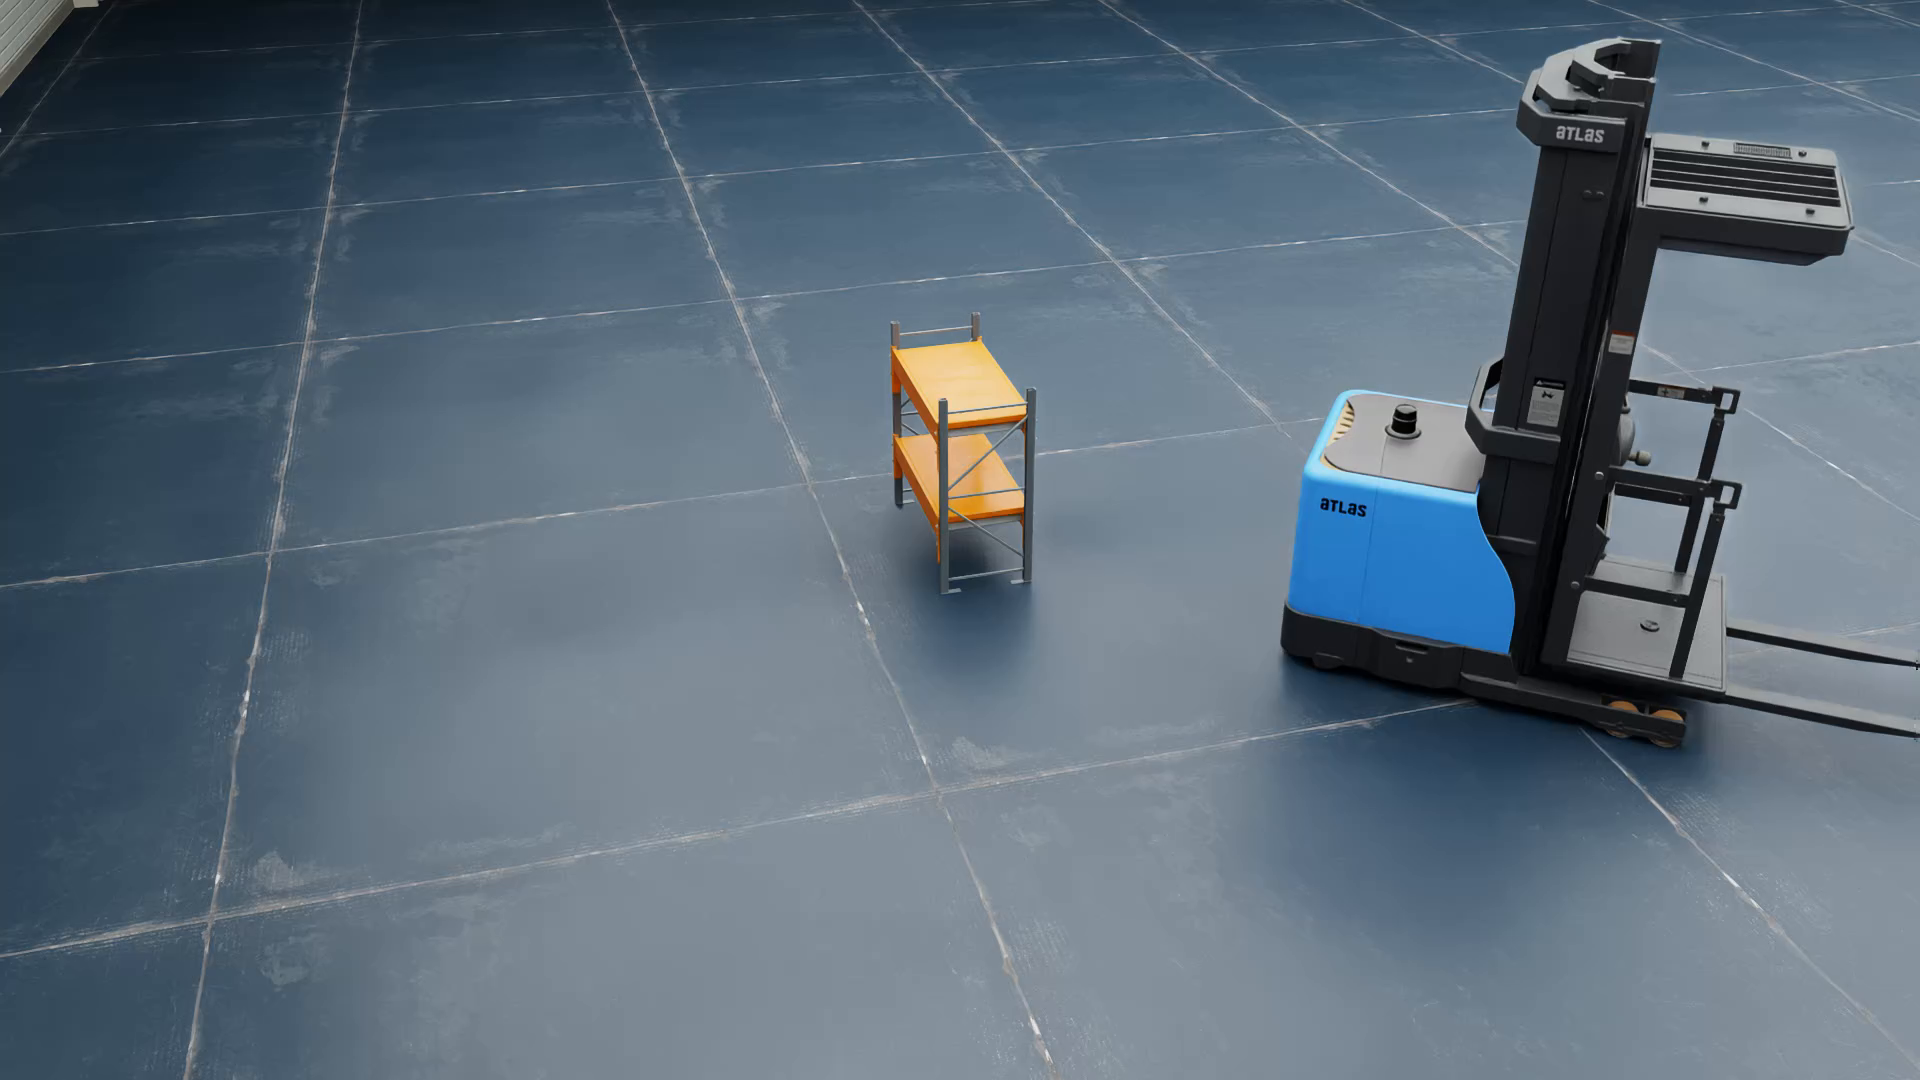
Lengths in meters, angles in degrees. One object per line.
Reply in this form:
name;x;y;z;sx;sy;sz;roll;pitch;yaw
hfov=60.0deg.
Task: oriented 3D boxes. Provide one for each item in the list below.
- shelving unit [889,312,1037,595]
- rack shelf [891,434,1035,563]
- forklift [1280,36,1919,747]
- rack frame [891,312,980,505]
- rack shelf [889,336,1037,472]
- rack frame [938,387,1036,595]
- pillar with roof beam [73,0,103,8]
shelving unit;0.002;-0.484;8.963;0.538;1.125;1.048;-8;31;-13
rack shelf;0.002;-0.272;9.085;0.538;0.278;1.000;-8;31;-13
forklift;3.153;-0.624;7.402;3.031;2.935;1.130;11;32;19
rack frame;-0.133;-0.729;9.387;0.500;1.125;0.032;-8;31;-13
rack shelf;0.002;-0.737;8.816;0.538;0.278;1.000;-8;31;-13
rack frame;0.137;-0.238;8.538;0.500;1.125;0.032;-8;31;-13
pillar with roof beam;-6.811;-11.205;19.626;9.100;9.000;0.400;-8;31;-13
